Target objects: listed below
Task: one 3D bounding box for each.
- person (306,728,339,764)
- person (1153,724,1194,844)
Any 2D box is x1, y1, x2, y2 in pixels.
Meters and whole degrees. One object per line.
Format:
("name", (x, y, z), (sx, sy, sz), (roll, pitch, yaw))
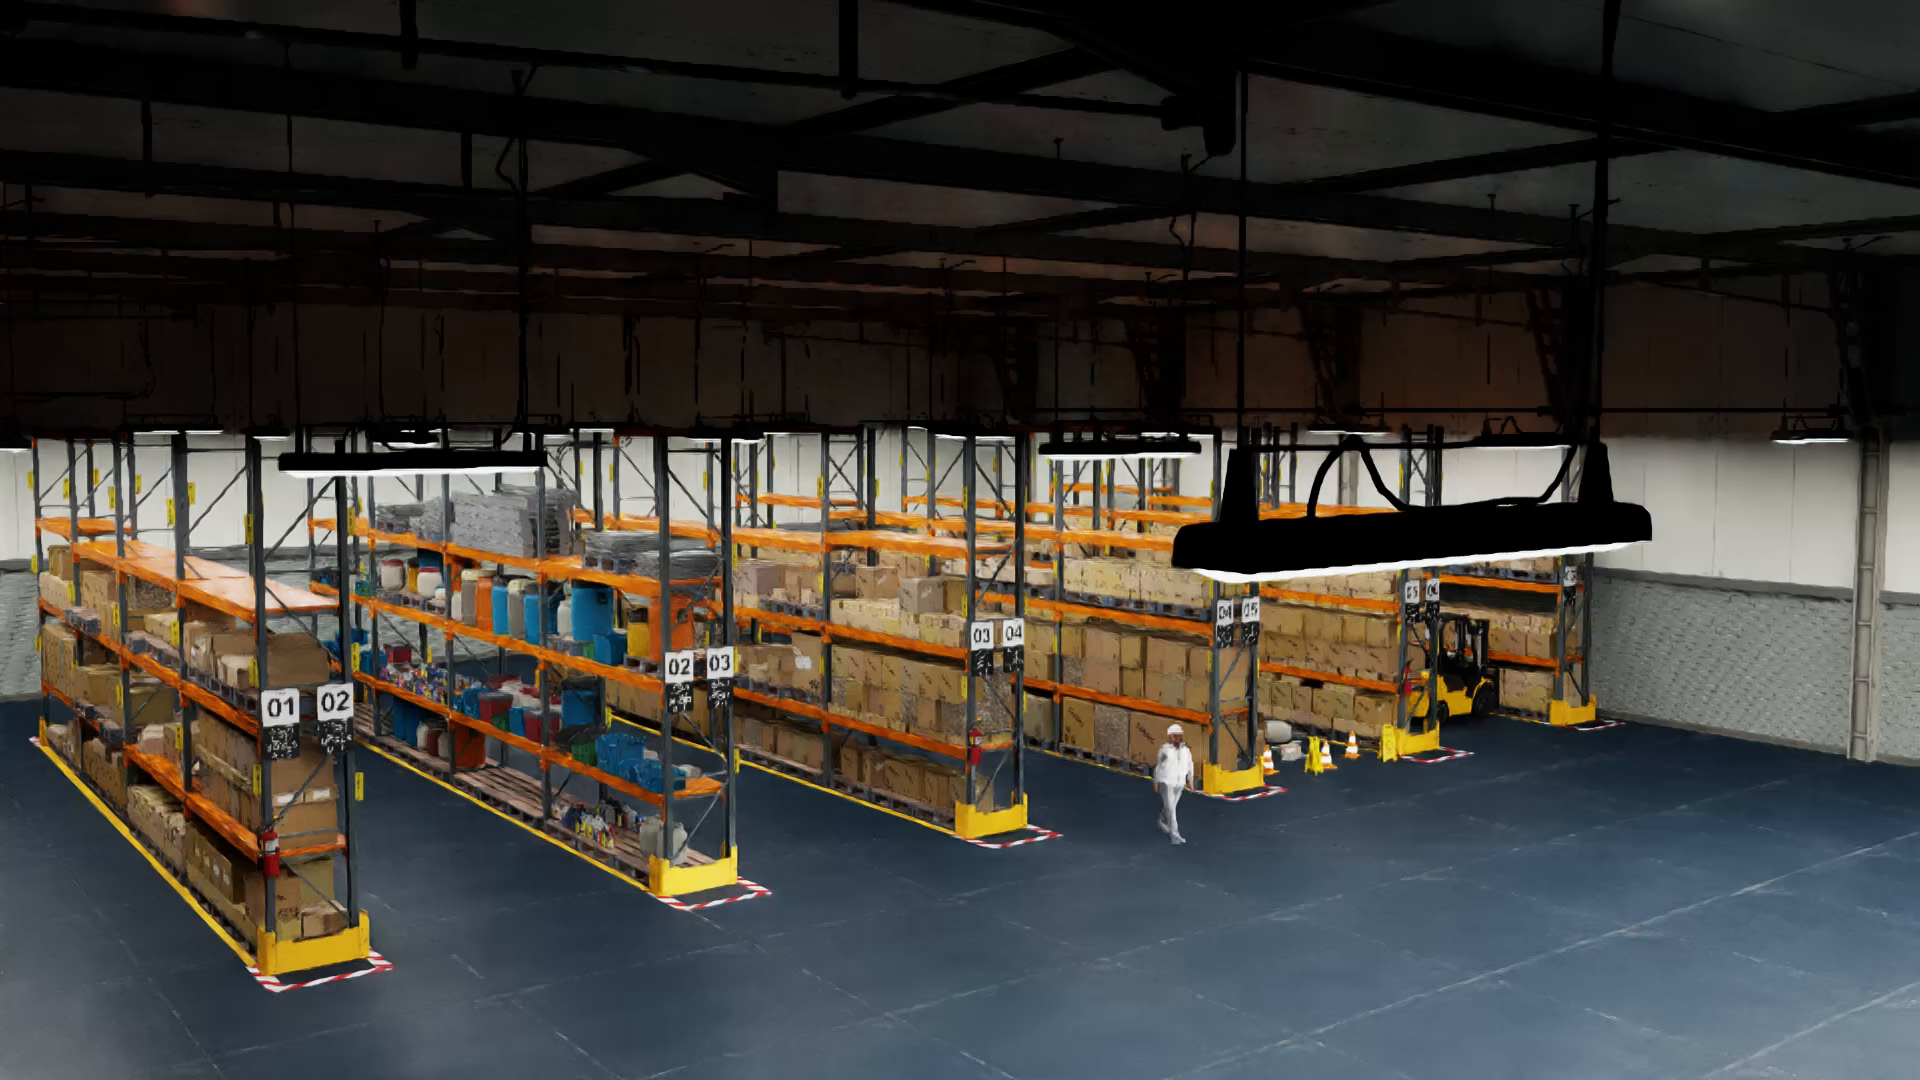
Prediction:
("person", (-11.464, 3.140, 29.636), (0.566, 1.706, 1.122), (-3, 5, -34))
("person", (3.149, 3.546, 24.439), (0.531, 1.714, 1.033), (-2, 5, -27))
